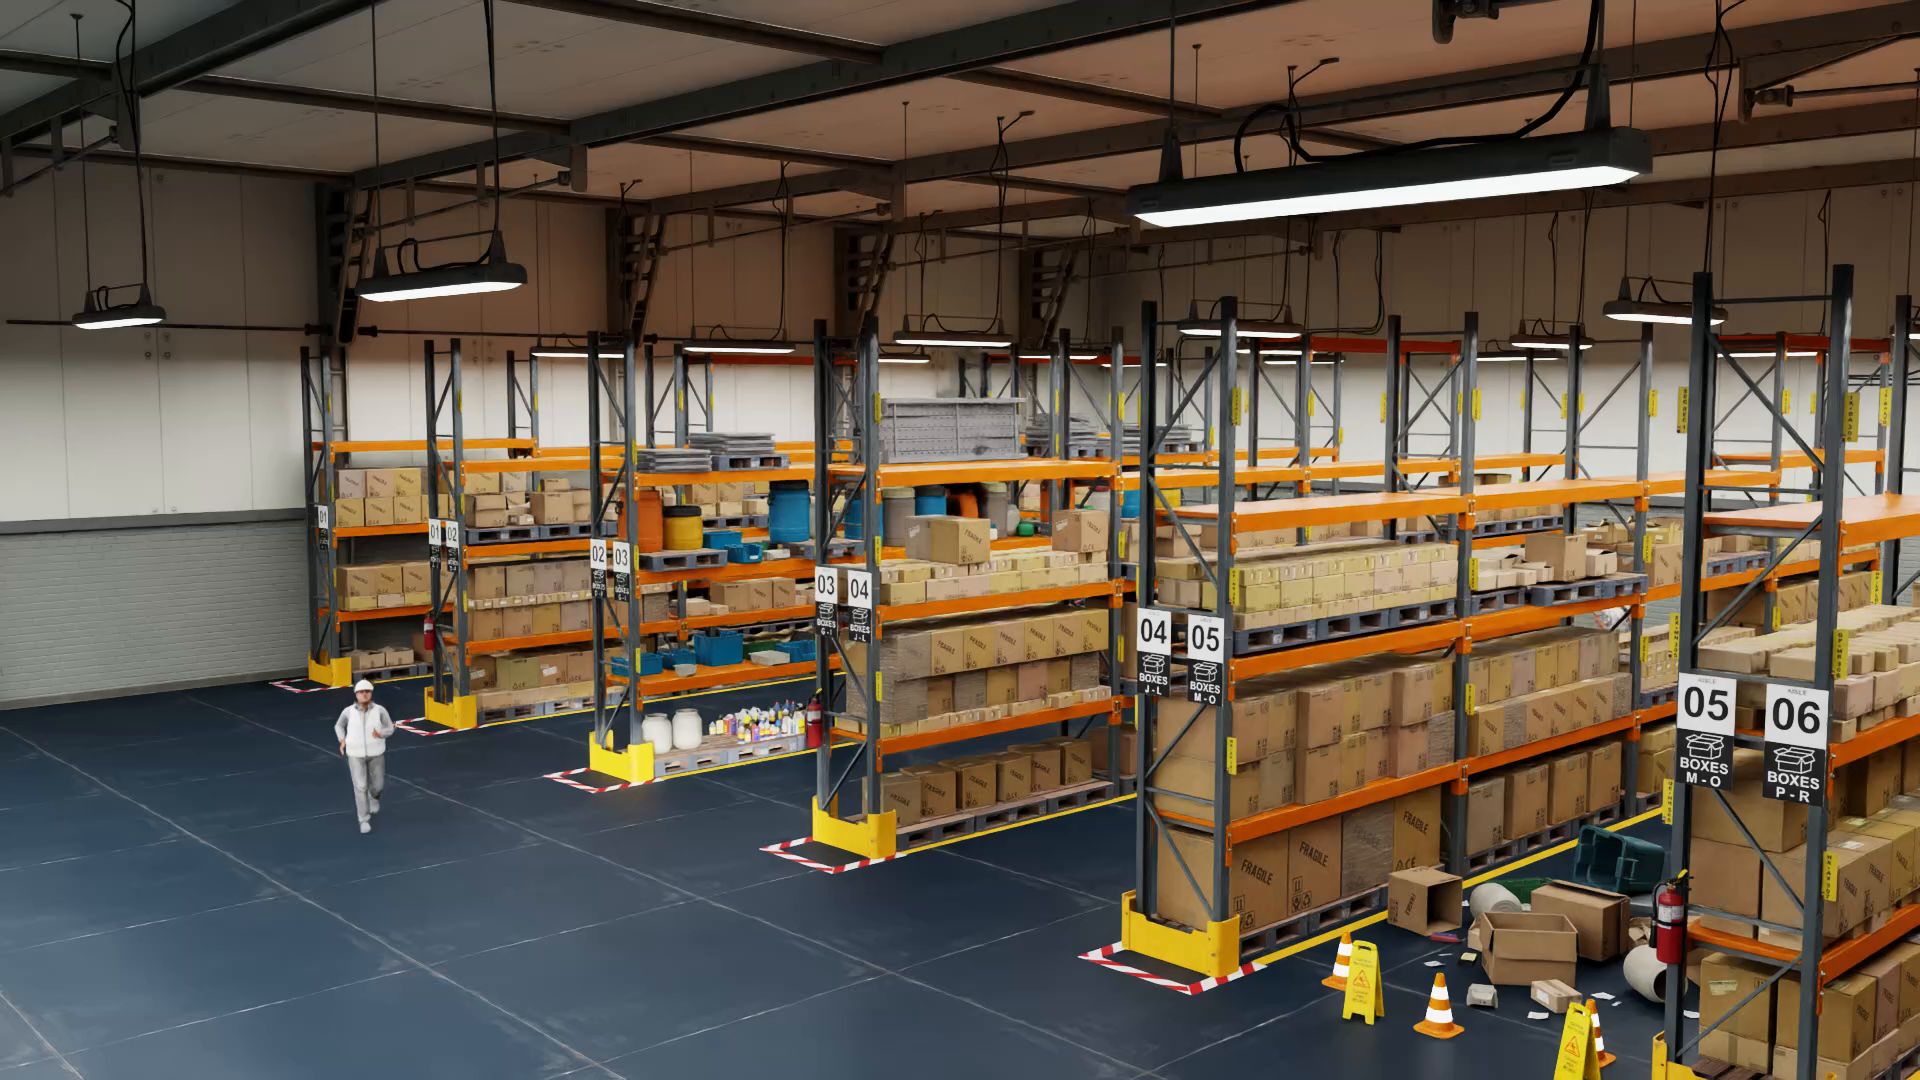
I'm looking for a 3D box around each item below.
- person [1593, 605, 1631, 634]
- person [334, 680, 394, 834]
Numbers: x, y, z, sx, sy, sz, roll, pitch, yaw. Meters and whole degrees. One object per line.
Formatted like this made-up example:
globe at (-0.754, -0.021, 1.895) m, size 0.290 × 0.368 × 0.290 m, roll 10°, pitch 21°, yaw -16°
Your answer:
person at (11.598, 1.698, 29.451) m, size 0.669 × 1.800 × 0.895 m, roll 0°, pitch 5°, yaw 1°
person at (-7.074, 2.540, 19.790) m, size 0.666 × 1.750 × 0.930 m, roll -2°, pitch 5°, yaw -23°
